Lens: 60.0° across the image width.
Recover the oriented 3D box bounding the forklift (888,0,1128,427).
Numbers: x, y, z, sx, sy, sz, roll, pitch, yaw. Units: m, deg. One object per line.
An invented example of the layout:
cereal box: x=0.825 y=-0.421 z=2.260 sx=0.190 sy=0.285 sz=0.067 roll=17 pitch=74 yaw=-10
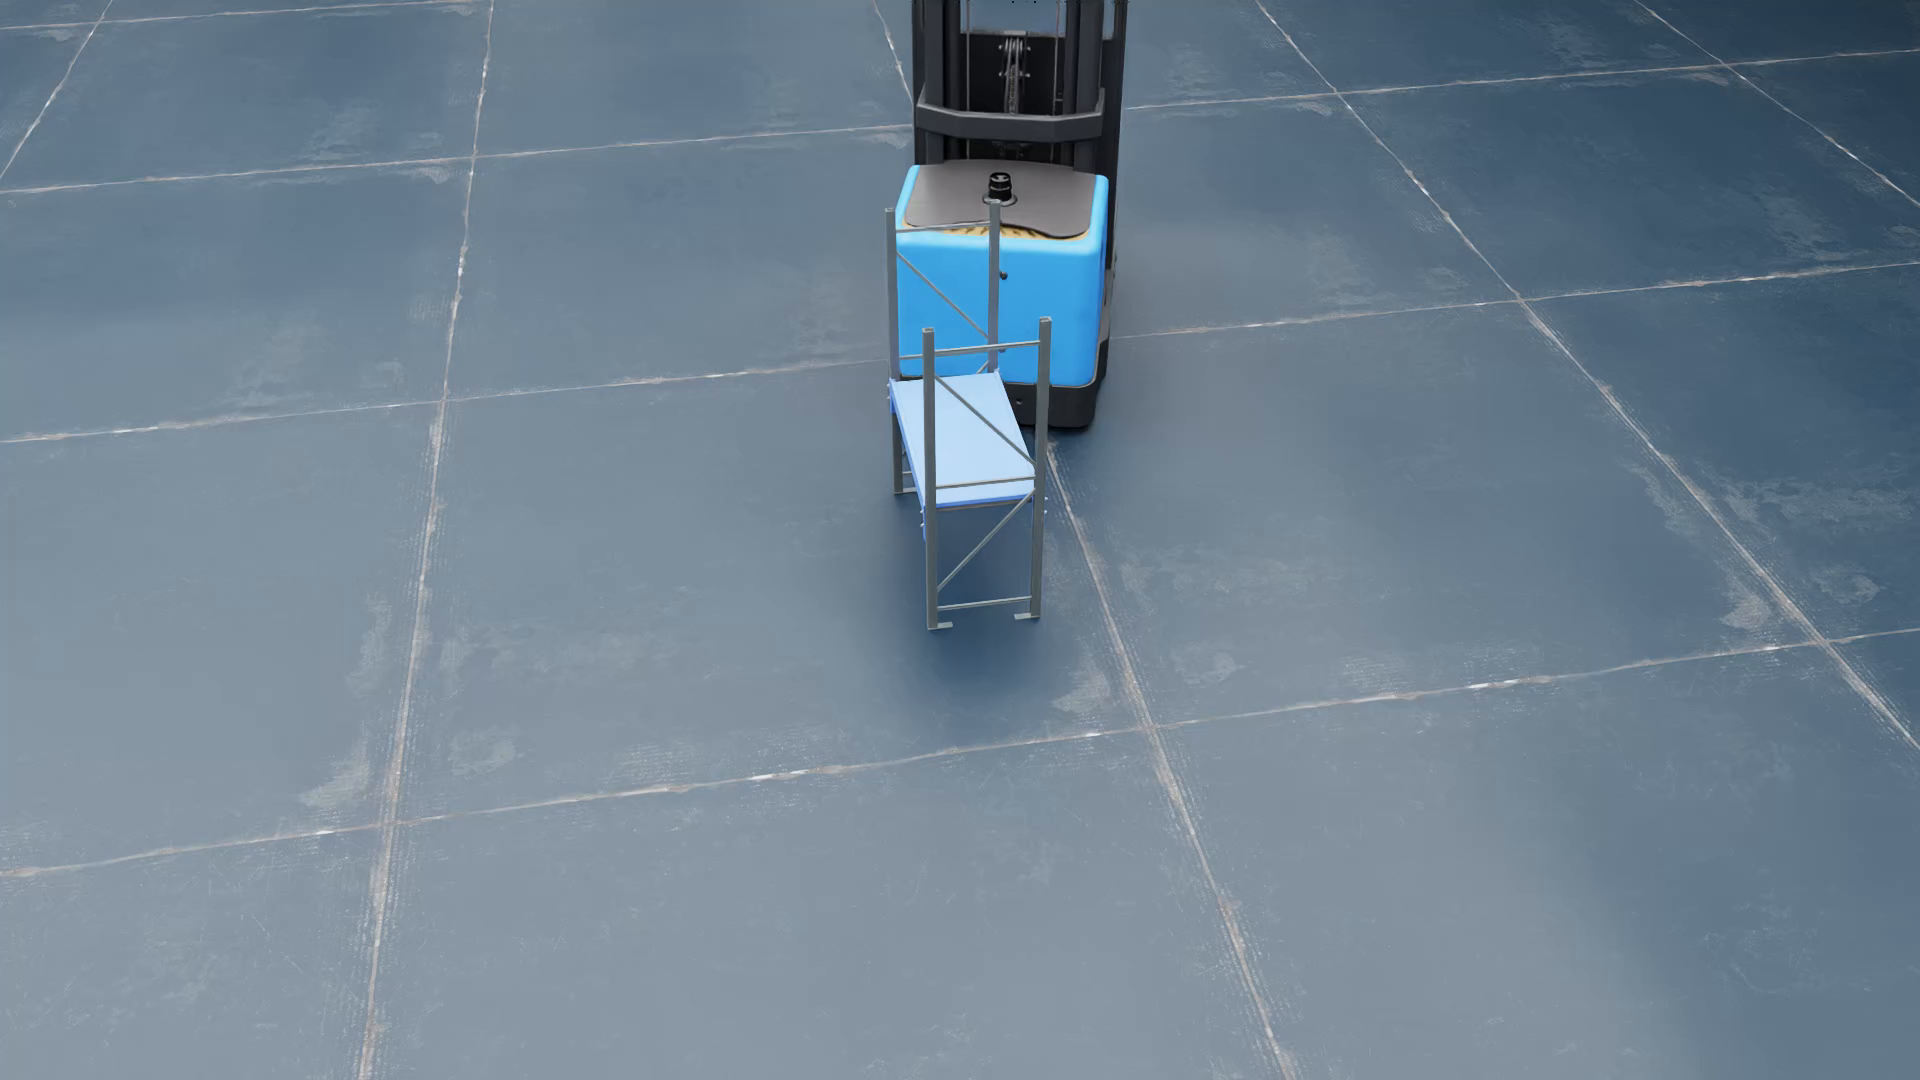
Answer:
forklift: x=0.329 y=-2.619 z=8.733 sx=1.130 sy=2.935 sz=3.031 roll=4 pitch=38 yaw=6

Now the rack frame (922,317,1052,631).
rack frame: x=0.104 y=-0.234 z=6.828 sx=0.500 sy=1.500 sz=0.032 roll=-6 pitch=38 yaw=-8

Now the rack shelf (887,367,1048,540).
rack shelf: x=0.015 y=-0.399 z=7.334 sx=0.538 sy=0.185 sz=1.000 roll=-6 pitch=38 yaw=-8

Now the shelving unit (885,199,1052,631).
shelving unit: x=0.015 y=-0.541 z=7.224 sx=0.538 sy=1.500 sz=1.048 roll=-6 pitch=38 yaw=-8

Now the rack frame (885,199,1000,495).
rack frame: x=-0.074 y=-0.848 z=7.619 sx=0.500 sy=1.500 sz=0.032 roll=-6 pitch=38 yaw=-8
